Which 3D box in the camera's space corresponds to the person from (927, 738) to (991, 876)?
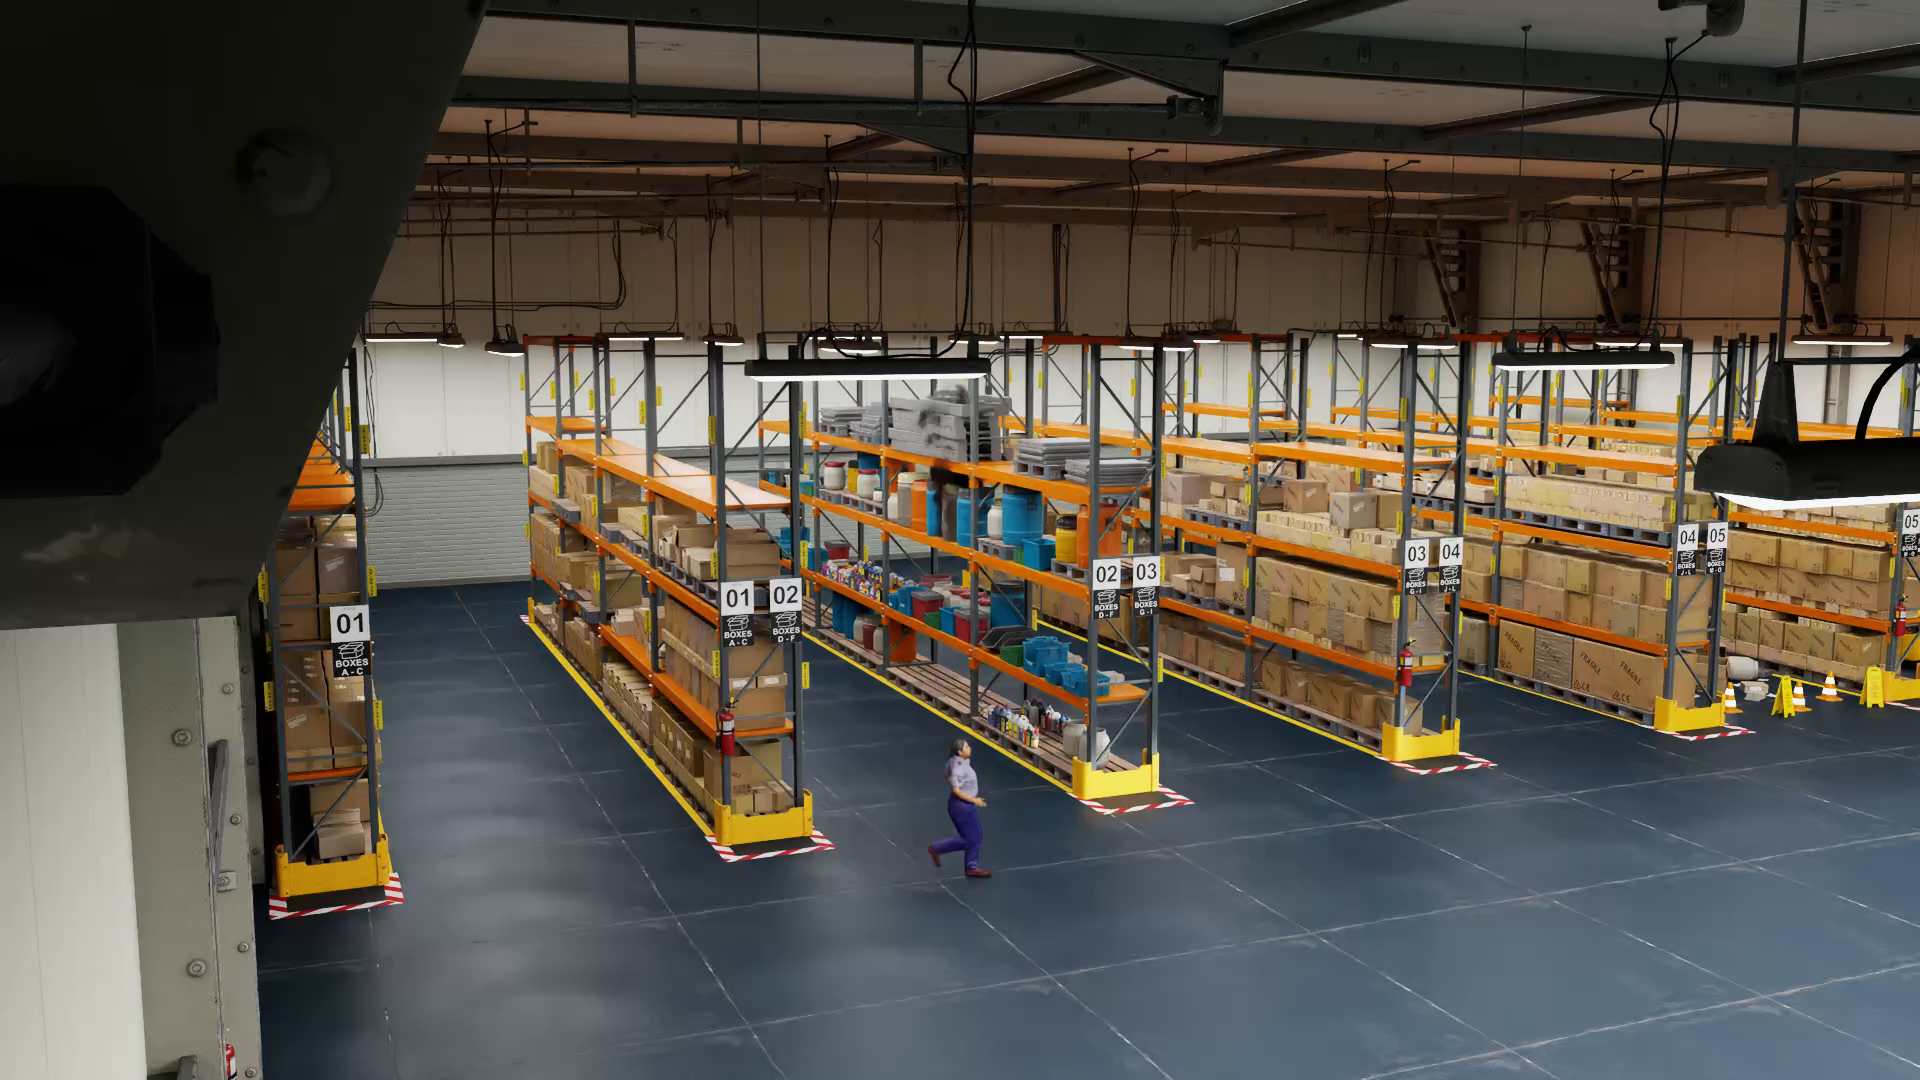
[{"bbox_3d":[-0.015,3.045,18.899,0.727,1.601,0.616,0,8,-3],"label":"person"}]
